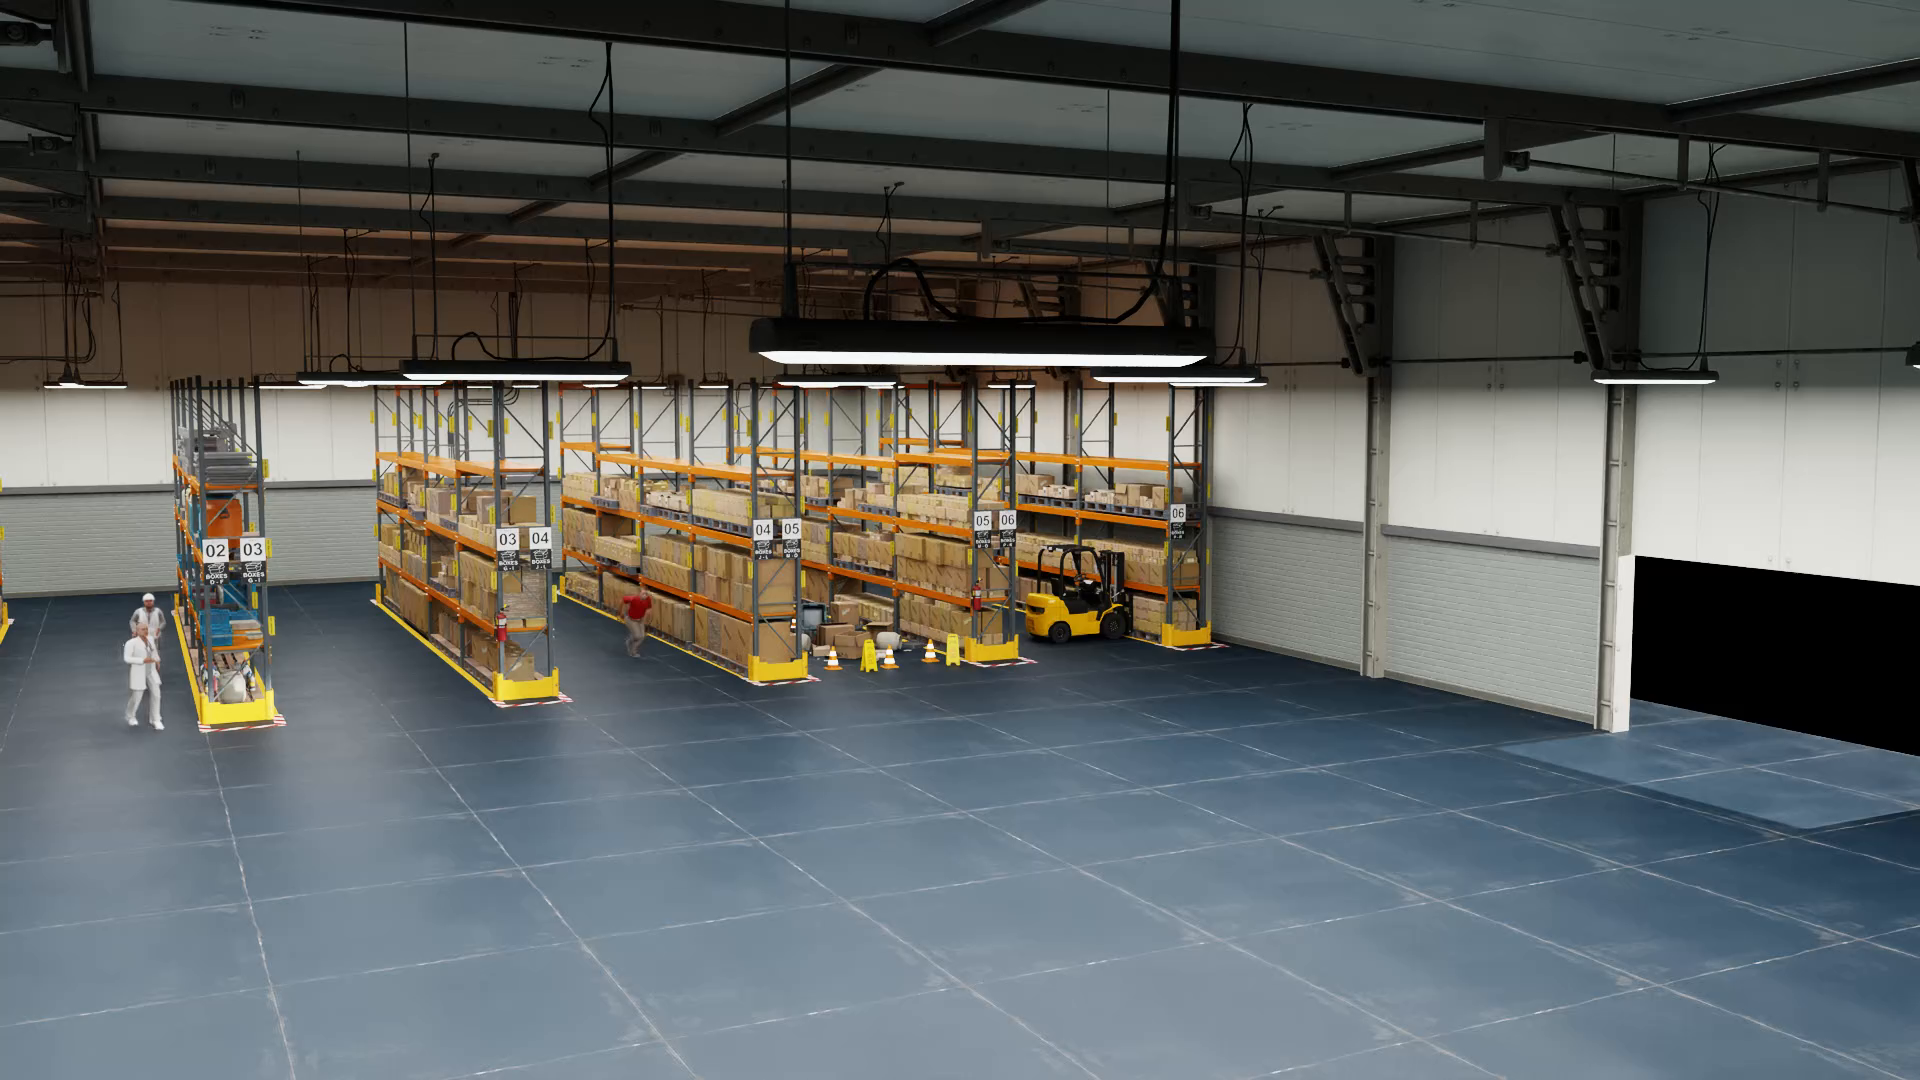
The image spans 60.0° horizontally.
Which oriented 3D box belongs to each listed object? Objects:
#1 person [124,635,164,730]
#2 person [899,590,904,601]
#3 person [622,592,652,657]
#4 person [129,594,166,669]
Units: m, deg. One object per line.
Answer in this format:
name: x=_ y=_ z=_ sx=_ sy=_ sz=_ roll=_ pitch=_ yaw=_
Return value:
person: x=-13.927 y=2.428 z=28.350 sx=0.781 sy=1.657 sz=0.733 roll=3 pitch=6 yaw=31
person: x=-1.425 y=0.975 z=43.340 sx=0.673 sy=1.678 sz=0.903 roll=-2 pitch=6 yaw=-24
person: x=-6.977 y=1.819 z=35.784 sx=0.658 sy=1.458 sz=0.799 roll=-4 pitch=7 yaw=-40
person: x=-16.084 y=1.922 z=32.985 sx=0.642 sy=1.721 sz=0.666 roll=-3 pitch=6 yaw=-31
